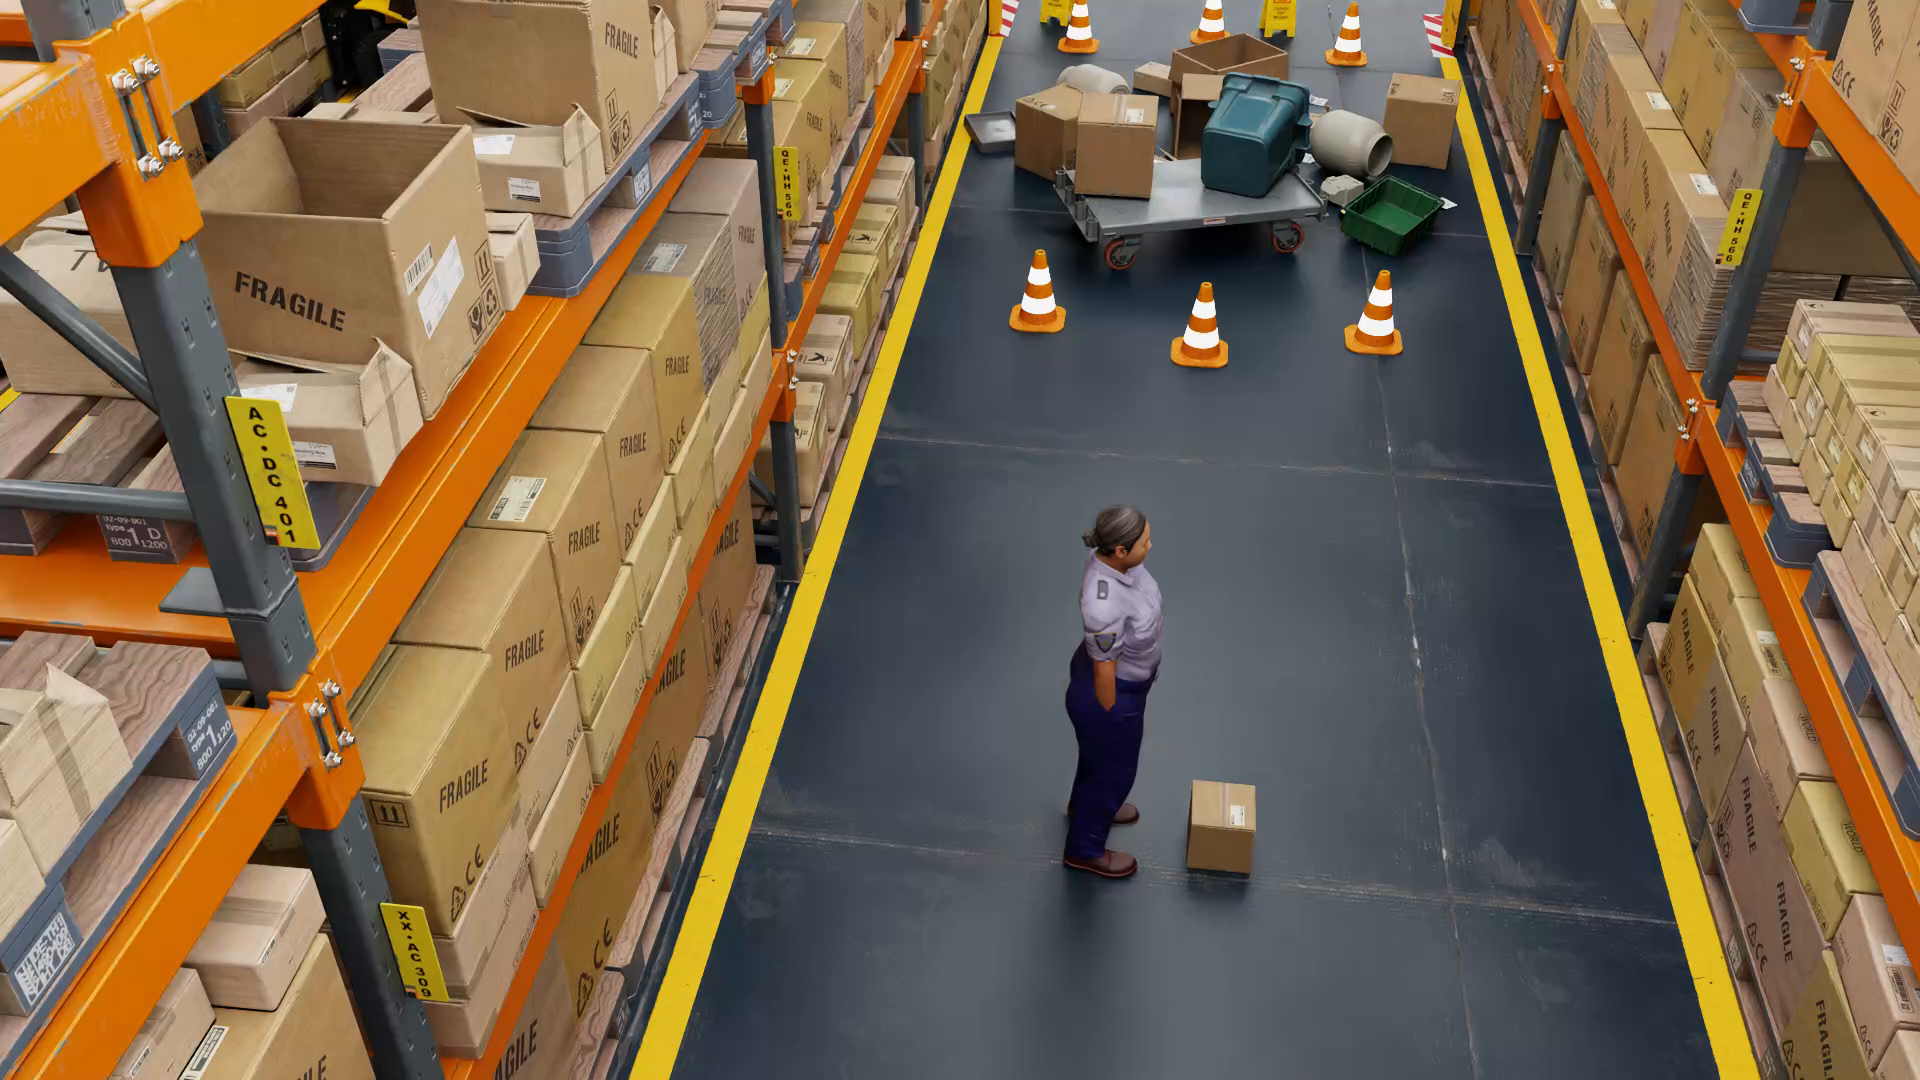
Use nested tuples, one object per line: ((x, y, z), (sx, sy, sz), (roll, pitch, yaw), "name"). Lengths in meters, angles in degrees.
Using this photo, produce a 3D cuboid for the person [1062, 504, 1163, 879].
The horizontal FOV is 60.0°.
((0.581, 0.551, 6.312), (0.342, 1.650, 0.470), (5, 37, 7), "person")
